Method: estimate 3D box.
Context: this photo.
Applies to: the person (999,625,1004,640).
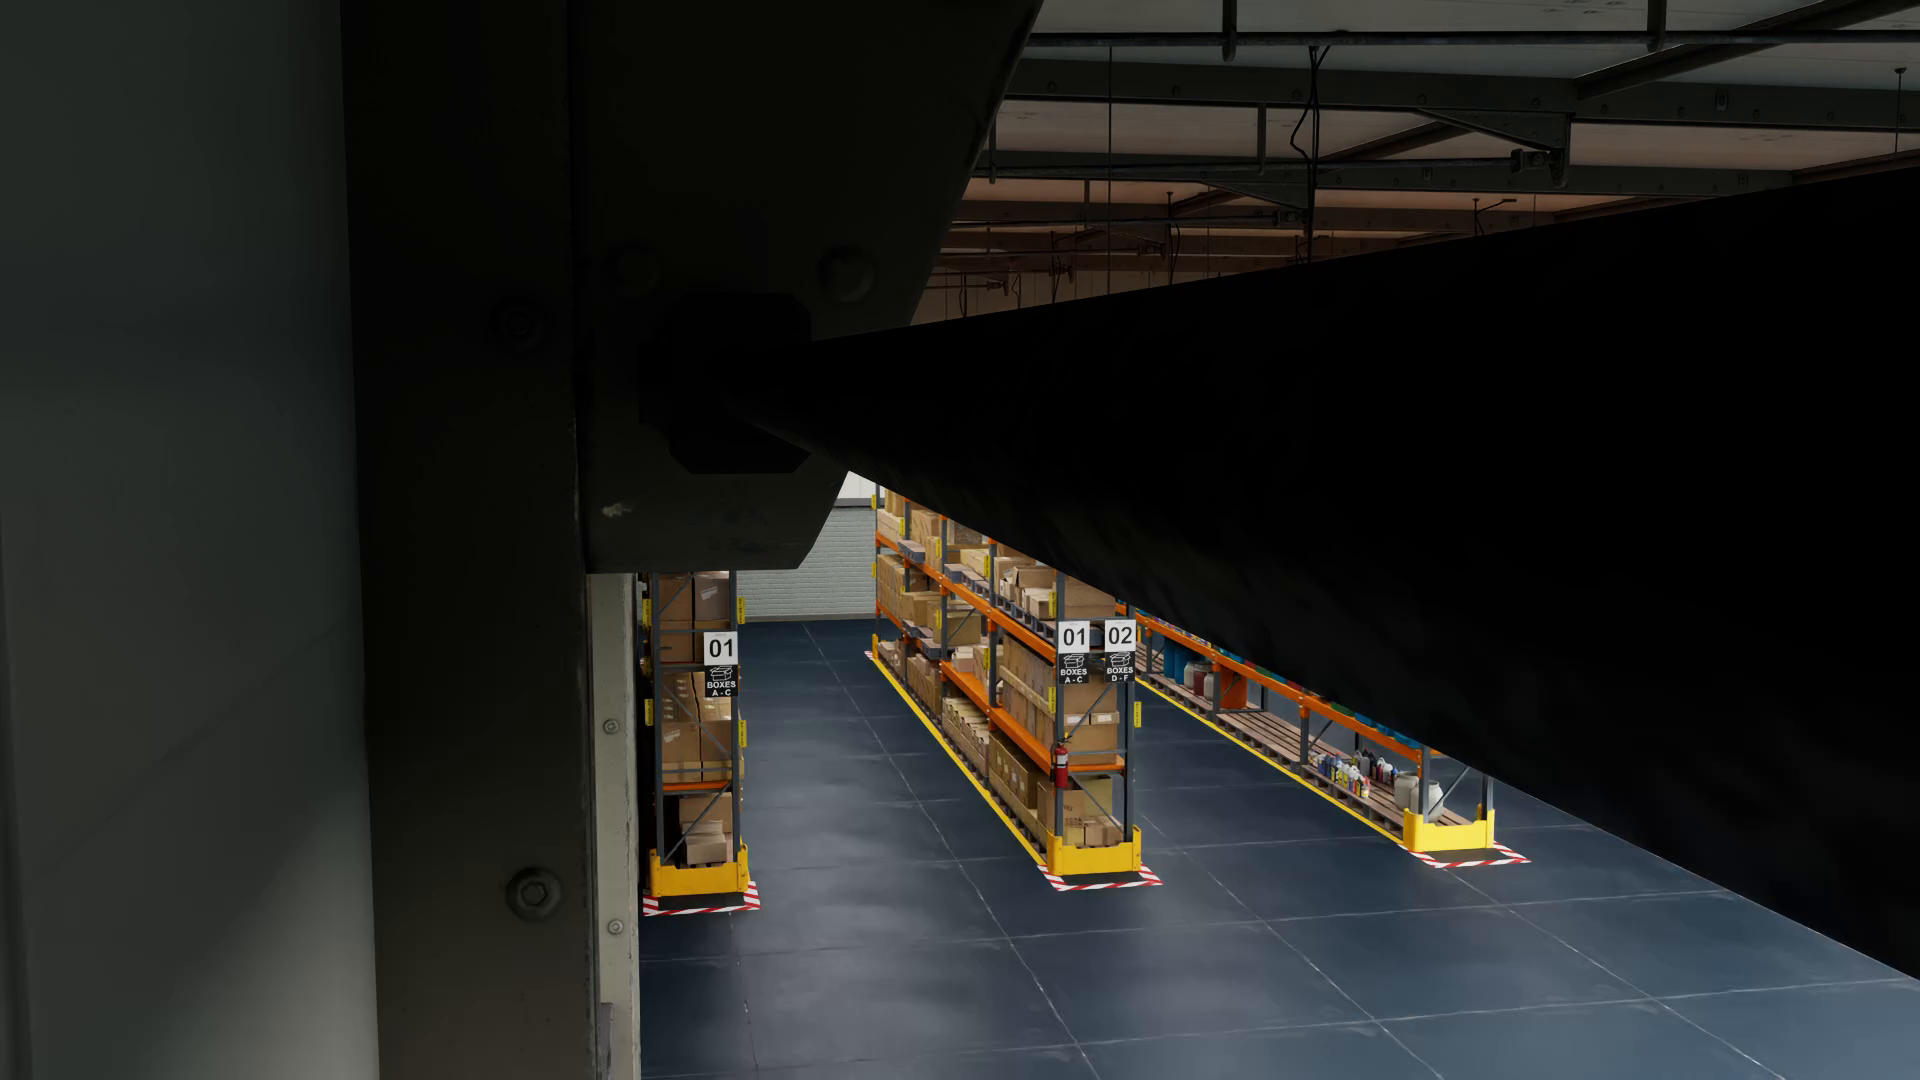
[{"bbox_3d":[0.818,1.696,33.958,0.555,0.658,0.306,-2,6,-16],"label":"person"}]
